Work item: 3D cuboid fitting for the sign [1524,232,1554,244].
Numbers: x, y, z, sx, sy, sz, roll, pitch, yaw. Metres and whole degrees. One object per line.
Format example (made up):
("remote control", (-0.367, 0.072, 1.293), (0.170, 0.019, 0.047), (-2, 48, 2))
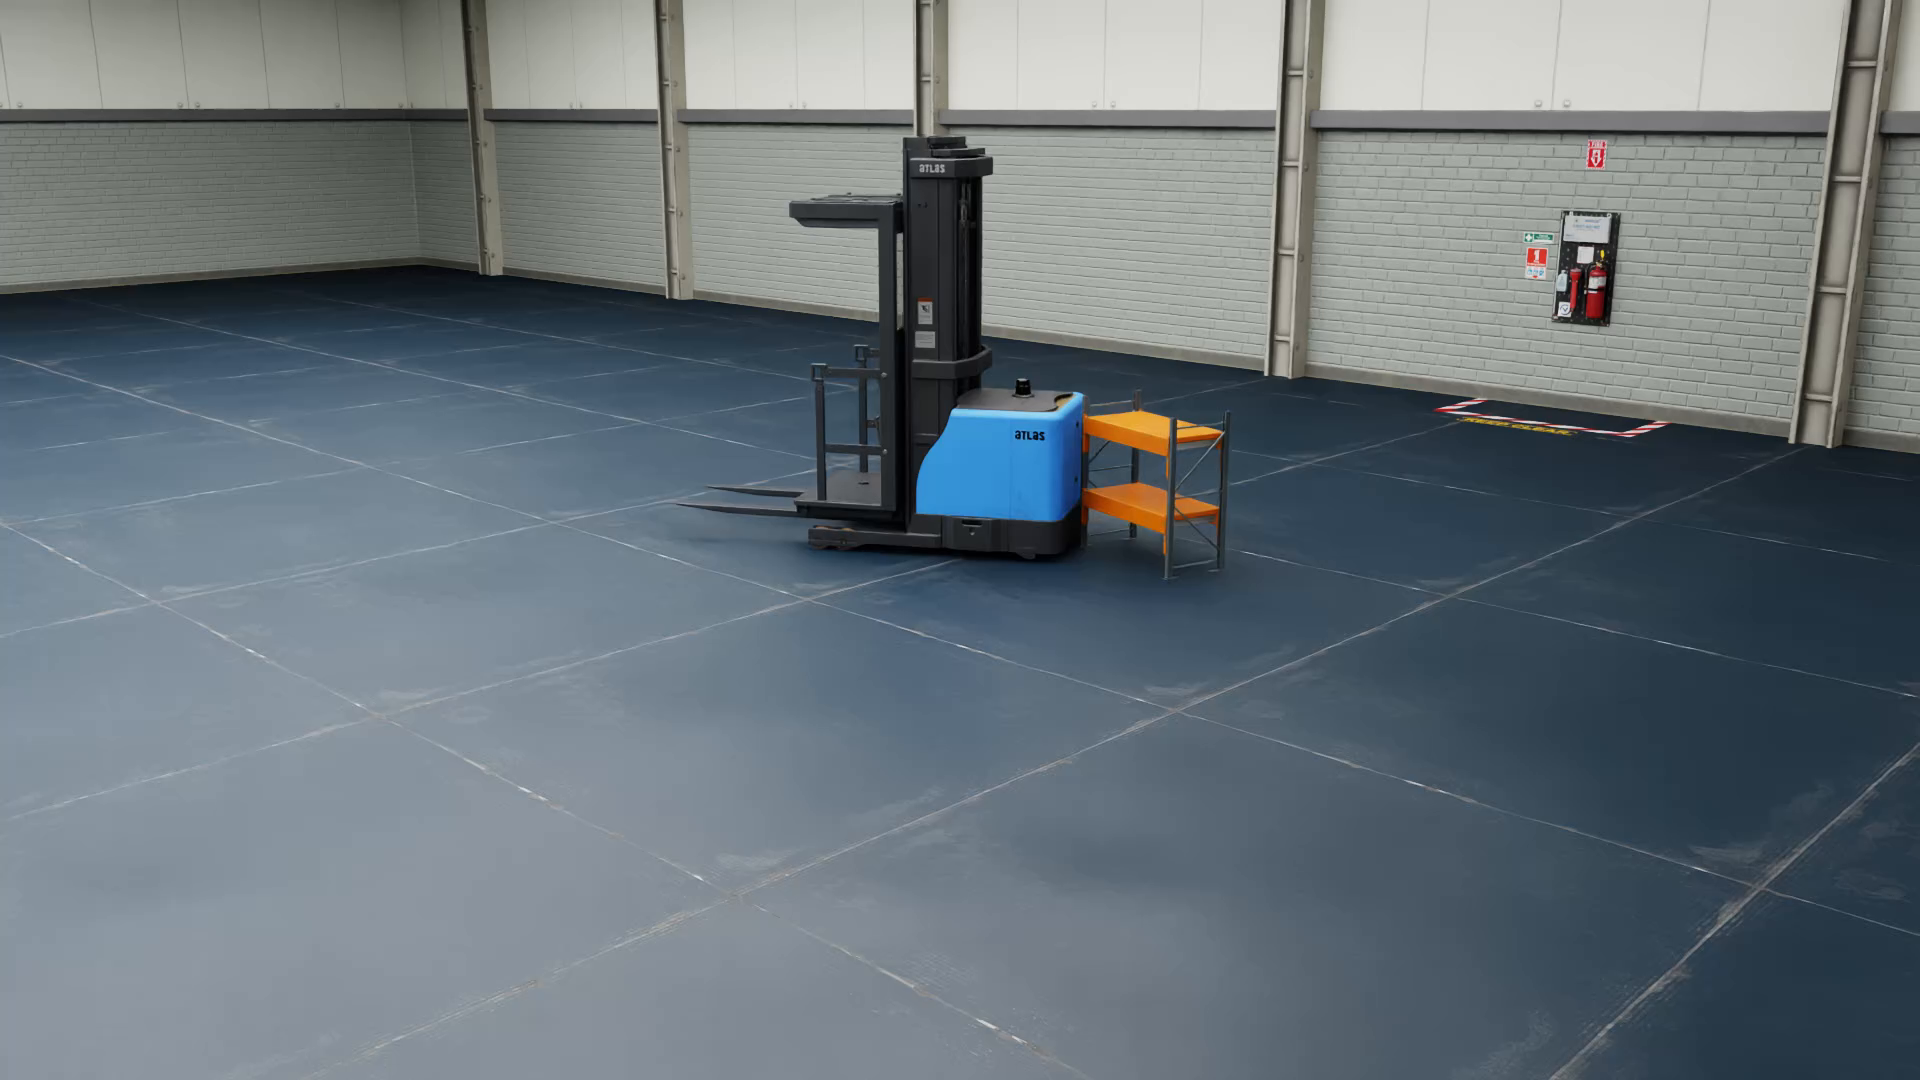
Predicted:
("sign", (6.151, -3.209, 17.676), (0.331, 0.109, 0.001), (14, 20, 42))

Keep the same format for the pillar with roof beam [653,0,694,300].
("pillar with roof beam", (-7.713, -7.654, 23.962), (0.400, 9.000, 9.100), (14, 20, 42))

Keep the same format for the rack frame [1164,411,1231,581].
("rack frame", (1.623, -0.302, 11.362), (0.500, 1.125, 0.032), (-9, 17, -30))

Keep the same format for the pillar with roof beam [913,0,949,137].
("pillar with roof beam", (-3.394, -6.604, 19.932), (0.400, 9.000, 9.100), (14, 20, 42))

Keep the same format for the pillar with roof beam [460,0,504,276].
("pillar with roof beam", (-12.032, -8.705, 27.992), (0.400, 9.000, 9.100), (14, 20, 42))

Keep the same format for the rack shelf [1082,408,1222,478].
("rack shelf", (1.363, -0.696, 11.711), (0.538, 0.278, 1.000), (-9, 17, -30))

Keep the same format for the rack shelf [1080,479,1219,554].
("rack shelf", (1.363, -0.176, 11.846), (0.538, 0.278, 1.000), (-9, 17, -30))

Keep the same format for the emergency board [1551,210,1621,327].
("emergency board", (6.480, -2.822, 17.314), (0.643, 1.169, 0.194), (14, 20, 42))

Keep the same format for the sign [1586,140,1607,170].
("sign", (6.544, -3.963, 17.096), (0.199, 0.298, 0.001), (14, 20, 42))

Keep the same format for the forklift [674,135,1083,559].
("forklift", (-0.622, -1.463, 12.235), (3.031, 2.935, 1.130), (4, 15, 14))

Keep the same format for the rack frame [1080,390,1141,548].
("rack frame", (1.102, -0.523, 12.207), (0.500, 1.125, 0.032), (-9, 17, -30))

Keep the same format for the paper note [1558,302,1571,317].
("paper note", (6.401, -2.439, 17.592), (0.142, 0.148, 0.016), (14, 20, 42))

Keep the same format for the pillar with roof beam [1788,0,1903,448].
("pillar with roof beam", (5.245, -4.504, 11.872), (0.400, 9.000, 9.100), (14, 20, 42))

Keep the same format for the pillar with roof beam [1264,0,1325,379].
("pillar with roof beam", (0.925, -5.554, 15.902), (0.400, 9.000, 9.100), (14, 20, 42))

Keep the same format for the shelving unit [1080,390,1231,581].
("shelving unit", (1.363, -0.413, 11.784), (0.538, 1.125, 1.048), (-9, 17, -30))

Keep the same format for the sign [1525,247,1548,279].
("sign", (6.154, -2.955, 17.752), (0.234, 0.329, 0.001), (14, 20, 42))
